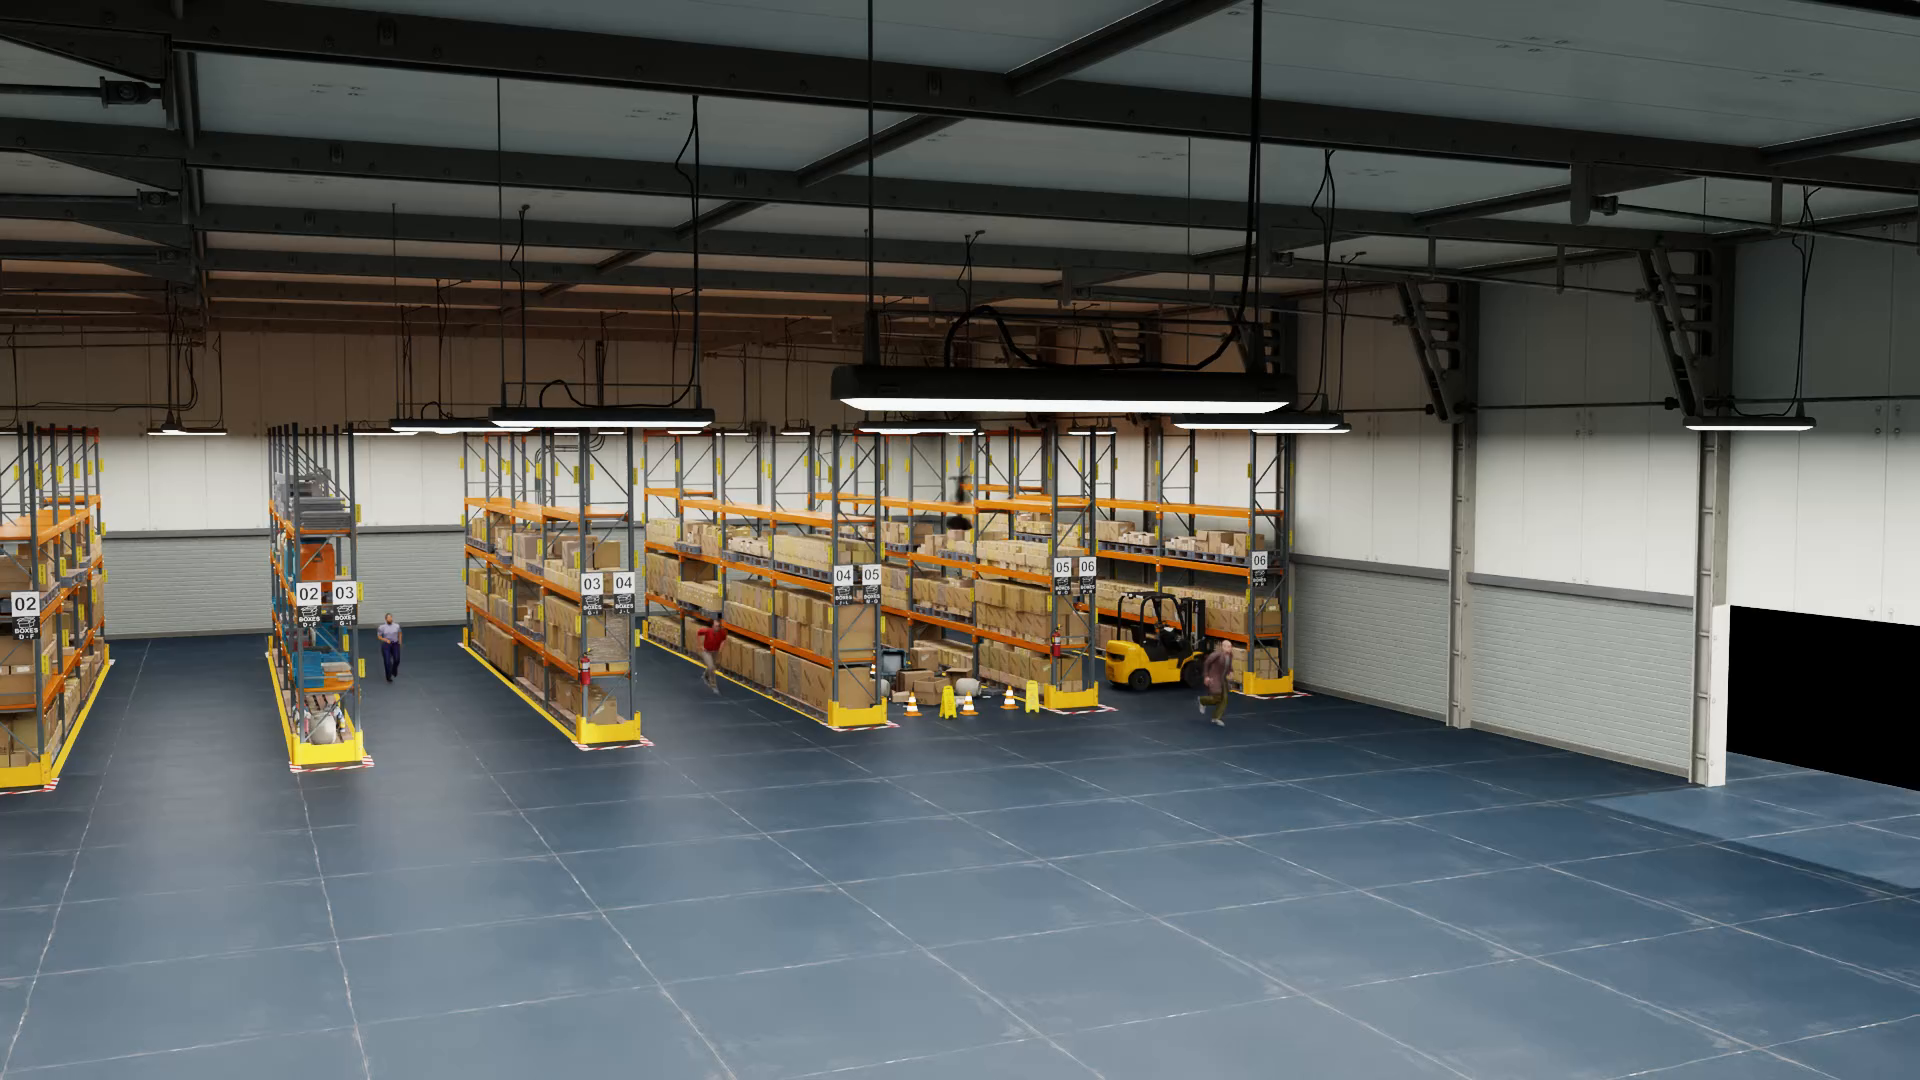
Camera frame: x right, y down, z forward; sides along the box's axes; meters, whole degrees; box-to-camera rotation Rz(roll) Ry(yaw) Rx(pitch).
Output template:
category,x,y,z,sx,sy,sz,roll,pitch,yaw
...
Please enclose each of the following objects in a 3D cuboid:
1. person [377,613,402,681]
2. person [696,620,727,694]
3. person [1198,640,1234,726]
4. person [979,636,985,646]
category,x,y,z,sx,sy,sz,roll,pitch,yaw
person,-13.407,2.531,39.179,0.599,1.608,0.539,-2,4,-30
person,-5.672,2.627,37.706,0.705,1.696,1.021,-2,4,-27
person,5.133,2.848,33.433,0.708,1.720,0.832,-3,5,-43
person,0.495,2.230,44.404,0.521,1.567,0.541,-2,4,-28
